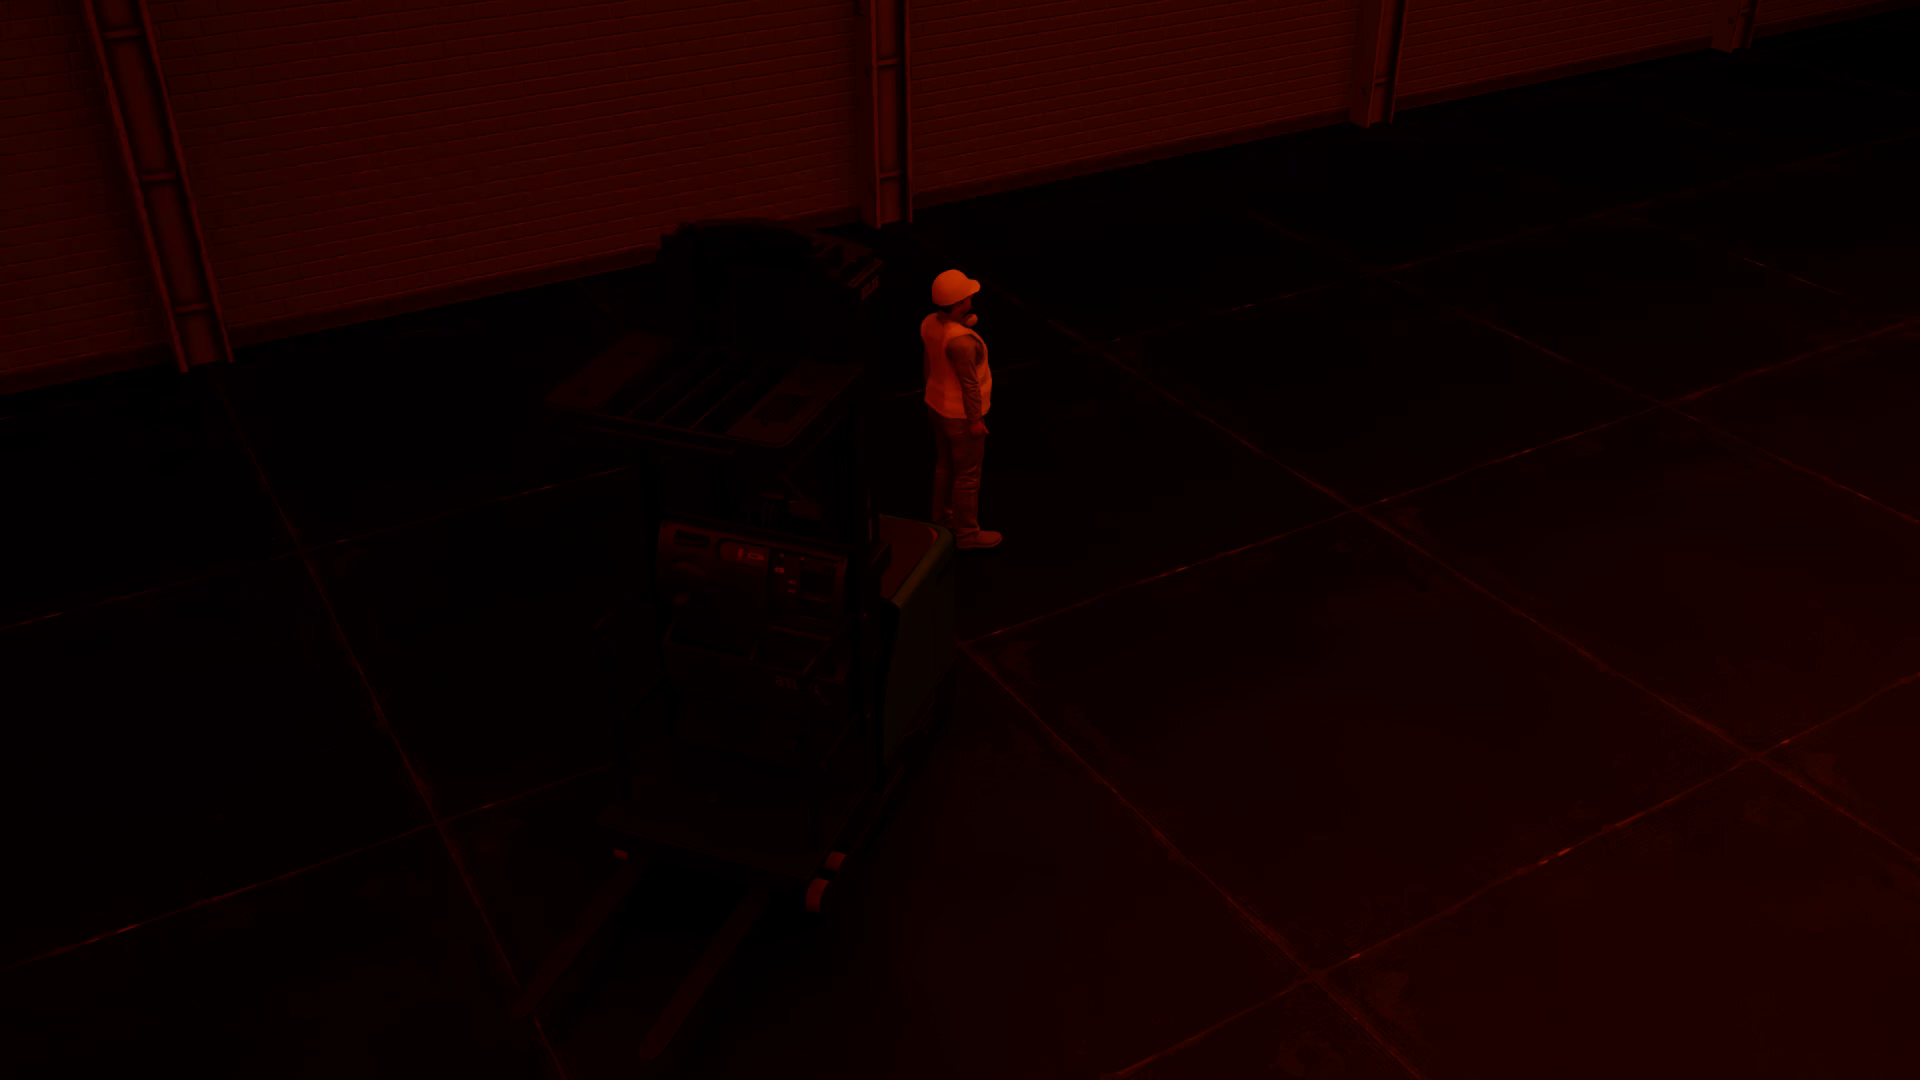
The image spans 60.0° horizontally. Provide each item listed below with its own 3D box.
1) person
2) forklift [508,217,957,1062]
[{"bbox_3d":[-0.005,-0.798,10.031,0.373,1.775,0.525,-17,35,-26],"label":"person"},{"bbox_3d":[-1.010,0.217,7.284,1.130,2.935,3.031,11,33,18],"label":"forklift"}]
